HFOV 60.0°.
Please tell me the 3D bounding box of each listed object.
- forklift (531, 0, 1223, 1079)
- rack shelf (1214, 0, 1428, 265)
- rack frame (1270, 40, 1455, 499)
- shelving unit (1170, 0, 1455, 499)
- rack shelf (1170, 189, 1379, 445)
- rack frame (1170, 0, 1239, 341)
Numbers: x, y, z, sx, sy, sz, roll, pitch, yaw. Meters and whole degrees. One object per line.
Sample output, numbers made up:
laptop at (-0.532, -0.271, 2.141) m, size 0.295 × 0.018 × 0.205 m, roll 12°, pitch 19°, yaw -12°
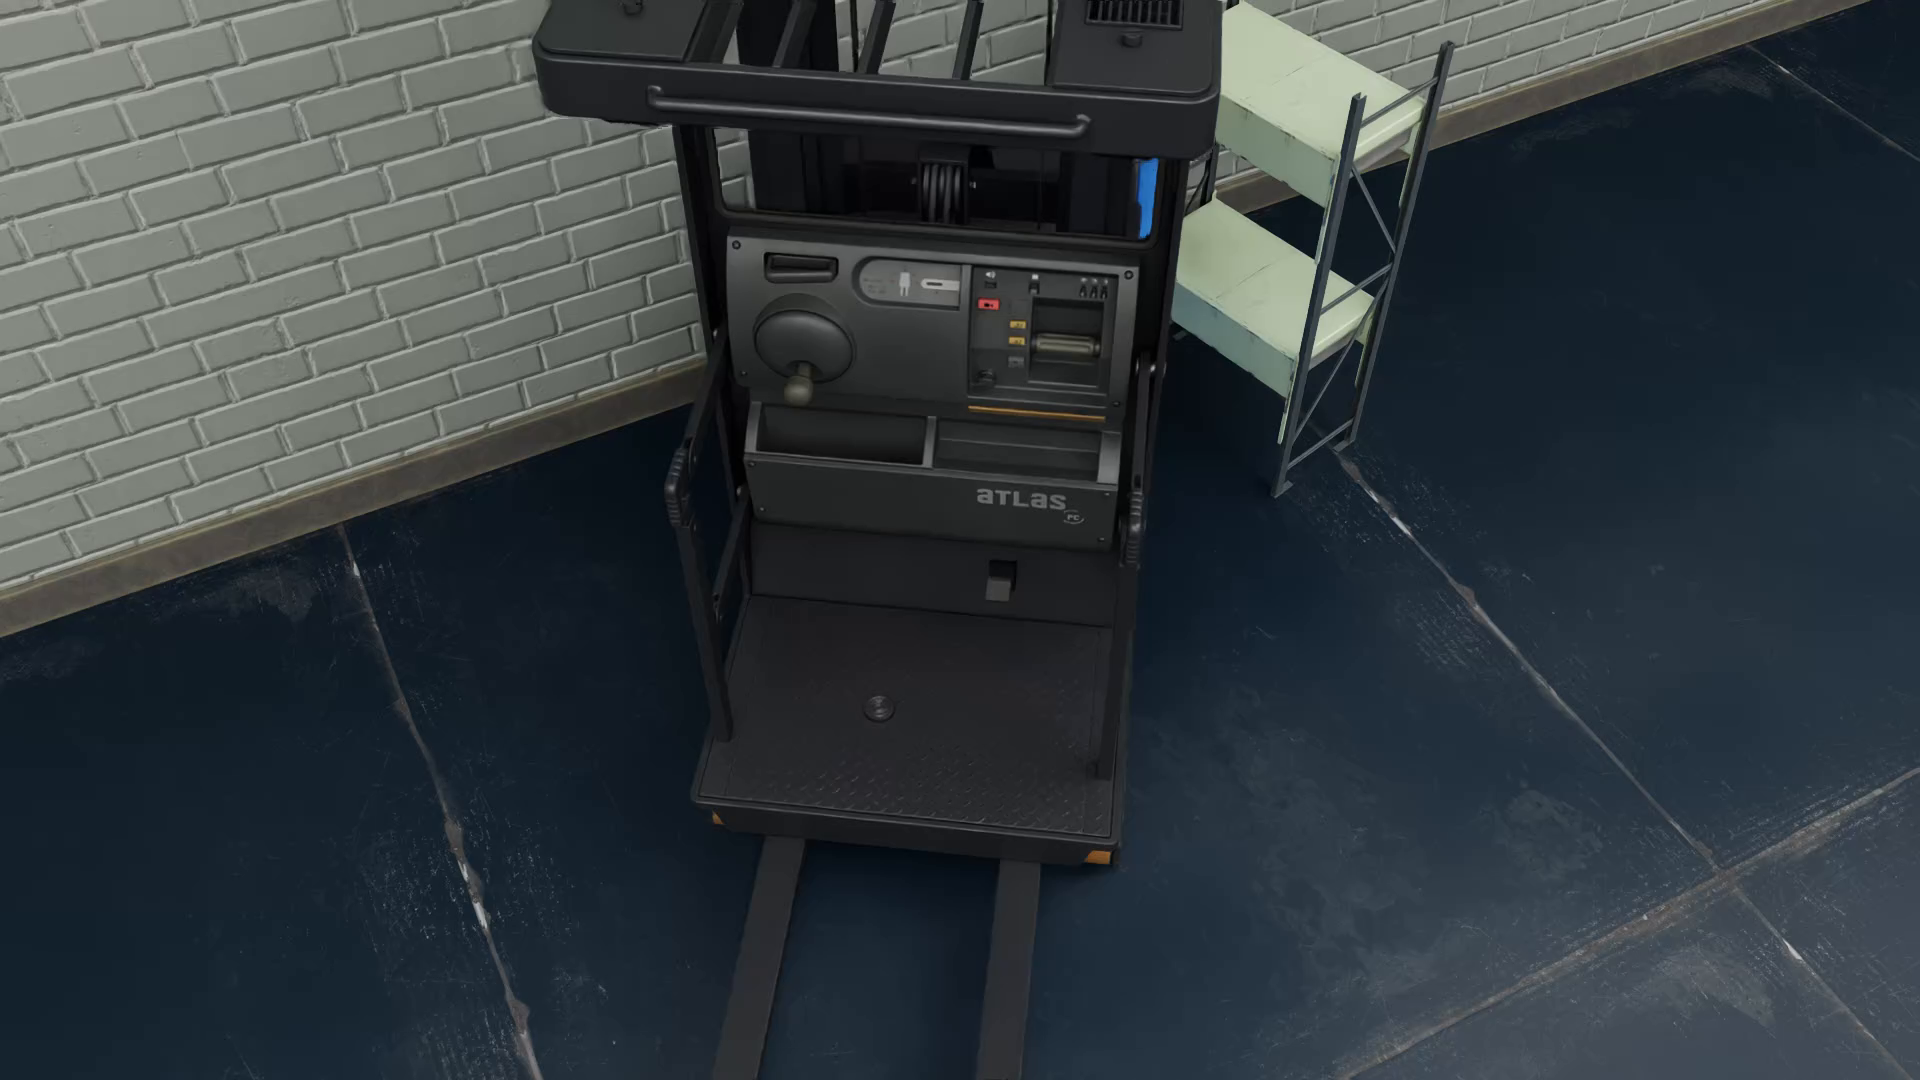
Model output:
forklift at (-0.091, -0.378, 3.634) m, size 1.130 × 2.935 × 3.031 m, roll 5°, pitch 49°, yaw 4°
rack shelf at (0.916, -1.195, 4.781) m, size 0.431 × 0.370 × 0.720 m, roll -34°, pitch 57°, yaw -26°
rack frame at (1.158, -0.732, 4.894) m, size 0.400 × 1.500 × 0.023 m, roll -34°, pitch 57°, yaw -26°
shelving unit at (0.916, -0.938, 5.074) m, size 0.431 × 1.500 × 0.755 m, roll -34°, pitch 57°, yaw -26°
rack shelf at (0.916, -0.724, 5.320) m, size 0.431 × 0.370 × 0.720 m, roll -34°, pitch 57°, yaw -26°
rack frame at (0.674, -1.145, 5.255) m, size 0.400 × 1.500 × 0.023 m, roll -34°, pitch 57°, yaw -26°
